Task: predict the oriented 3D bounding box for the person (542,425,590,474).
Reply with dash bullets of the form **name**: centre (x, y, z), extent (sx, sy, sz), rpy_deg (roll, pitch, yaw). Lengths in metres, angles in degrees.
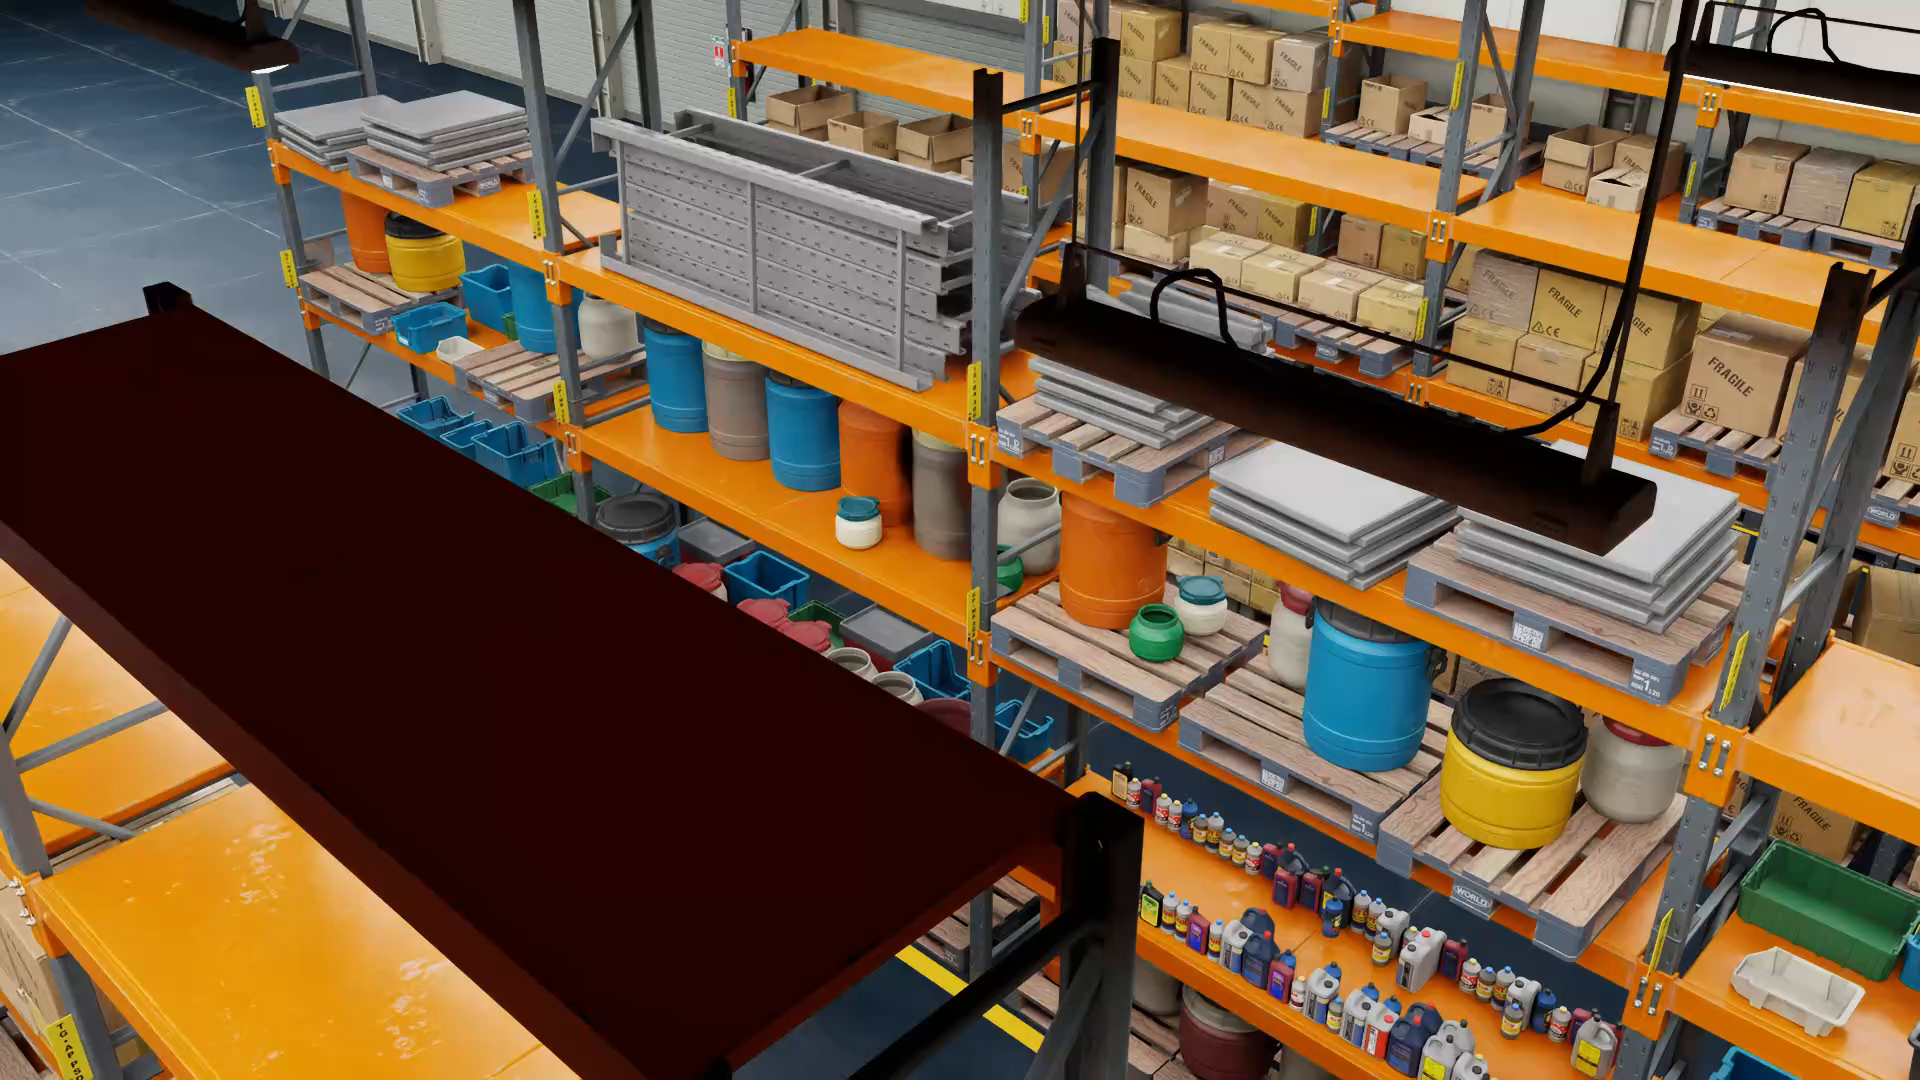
- **person**: centre (-3.895, -1.065, 16.406), extent (0.634, 1.841, 0.381), rpy_deg (25, 38, 36)
